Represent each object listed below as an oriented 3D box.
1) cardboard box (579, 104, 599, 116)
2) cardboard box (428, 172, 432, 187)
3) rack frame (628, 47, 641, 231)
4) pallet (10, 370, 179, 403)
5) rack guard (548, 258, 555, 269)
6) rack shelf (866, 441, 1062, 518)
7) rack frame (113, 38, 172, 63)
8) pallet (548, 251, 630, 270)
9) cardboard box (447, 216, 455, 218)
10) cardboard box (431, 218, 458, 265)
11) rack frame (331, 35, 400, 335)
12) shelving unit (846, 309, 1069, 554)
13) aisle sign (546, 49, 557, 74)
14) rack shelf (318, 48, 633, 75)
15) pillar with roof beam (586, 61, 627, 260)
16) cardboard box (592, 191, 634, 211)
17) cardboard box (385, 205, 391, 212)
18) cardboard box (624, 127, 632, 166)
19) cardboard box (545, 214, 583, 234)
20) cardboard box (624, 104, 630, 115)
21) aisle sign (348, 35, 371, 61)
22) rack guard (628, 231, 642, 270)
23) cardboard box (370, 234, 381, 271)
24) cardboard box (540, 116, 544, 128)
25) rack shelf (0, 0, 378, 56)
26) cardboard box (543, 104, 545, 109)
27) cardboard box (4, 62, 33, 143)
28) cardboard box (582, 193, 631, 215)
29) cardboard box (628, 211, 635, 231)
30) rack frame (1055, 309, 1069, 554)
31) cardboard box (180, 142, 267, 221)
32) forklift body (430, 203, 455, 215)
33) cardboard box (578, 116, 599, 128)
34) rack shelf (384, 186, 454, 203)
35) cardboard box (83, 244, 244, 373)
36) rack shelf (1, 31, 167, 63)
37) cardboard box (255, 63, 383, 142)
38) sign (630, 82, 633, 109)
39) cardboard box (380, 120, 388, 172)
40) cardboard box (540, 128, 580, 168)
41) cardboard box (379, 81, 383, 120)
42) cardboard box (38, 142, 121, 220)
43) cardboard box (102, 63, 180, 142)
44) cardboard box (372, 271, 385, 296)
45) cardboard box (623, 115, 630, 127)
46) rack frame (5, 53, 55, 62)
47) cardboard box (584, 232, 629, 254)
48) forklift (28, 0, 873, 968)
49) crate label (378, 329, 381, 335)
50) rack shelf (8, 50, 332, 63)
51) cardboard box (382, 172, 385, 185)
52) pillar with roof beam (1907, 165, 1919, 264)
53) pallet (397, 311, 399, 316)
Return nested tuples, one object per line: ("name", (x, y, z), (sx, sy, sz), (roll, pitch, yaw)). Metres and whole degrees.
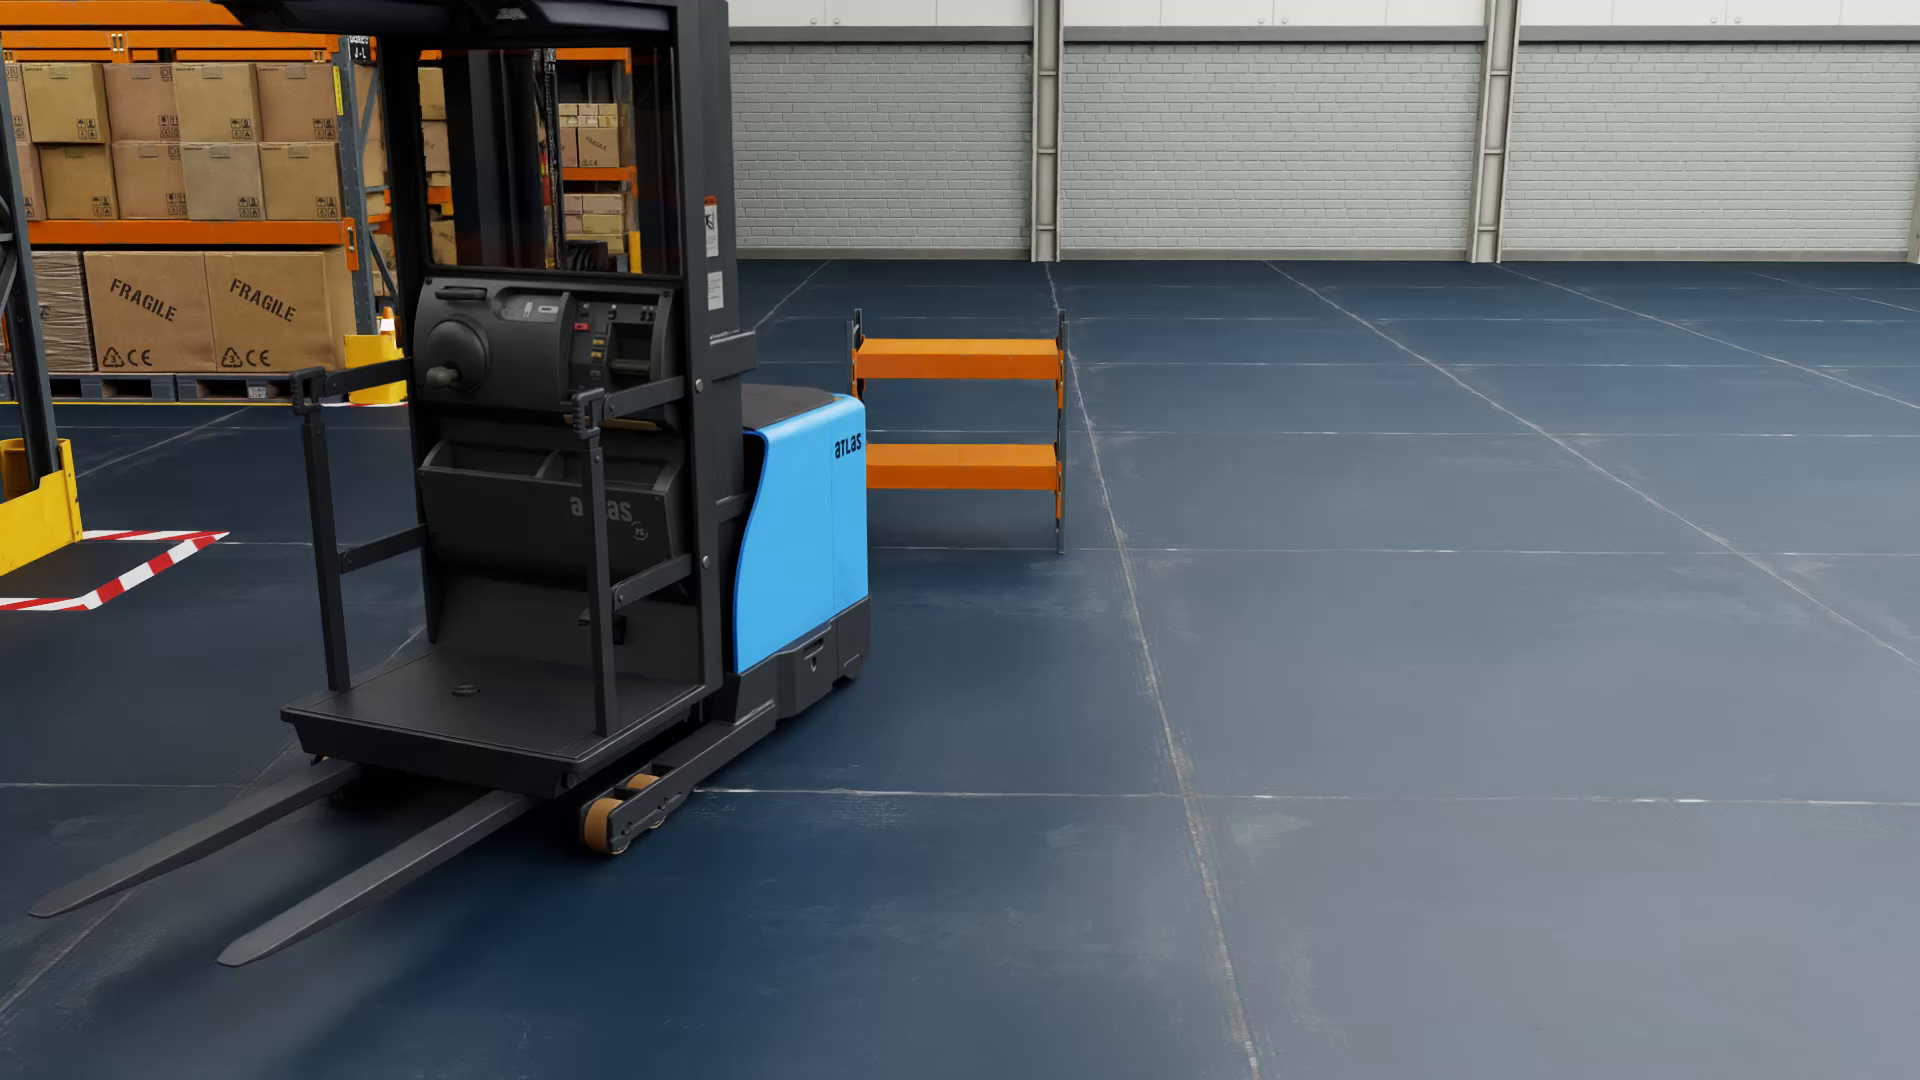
("cardboard box", (-4.757, -5.563, 21.497), (0.250, 0.149, 0.380), (0, 15, 2))
("cardboard box", (-5.419, -3.650, 16.789), (0.250, 0.149, 0.380), (1, 15, 2))
("rack frame", (-4.146, -5.115, 21.849), (0.127, 3.000, 1.000), (0, 15, 1))
("pallet", (-6.313, -1.232, 12.596), (1.213, 0.211, 1.003), (0, 15, 1))
("rack guard", (-4.345, -2.641, 17.372), (0.348, 0.500, 1.175), (0, 15, 1))
("rack shelf", (-0.007, -0.308, 8.259), (1.000, 0.278, 0.538), (0, 15, 1))
("rack frame", (-8.268, -3.876, 17.150), (0.127, 3.000, 1.000), (0, 15, 1))
("pallet", (-4.912, -3.761, 22.183), (1.213, 0.211, 1.003), (0, 15, 1))
("cardboard box", (-5.093, -3.161, 17.540), (0.500, 0.500, 0.500), (0, 15, 0))
("cardboard box", (-5.077, -3.024, 17.020), (0.500, 0.500, 0.500), (0, 15, 2))
("rack frame", (-4.295, -2.587, 12.264), (0.127, 3.000, 1.000), (0, 15, 1))
("shelving unit", (-0.007, -0.544, 8.197), (1.048, 1.125, 0.538), (0, 15, 1))
("aisle sign", (-4.200, -5.185, 17.017), (0.004, 0.787, 0.394), (0, 15, 1))
("rack shelf", (-6.146, -6.231, 21.607), (4.000, 0.370, 1.077), (0, 15, 1))
("pillar with roof beam", (-4.929, -7.153, 17.811), (0.400, 9.000, 9.100), (0, 15, 1))
("cardboard box", (-4.622, -4.524, 22.213), (0.500, 0.250, 0.500), (0, 15, 1))
("cardboard box", (-5.697, -3.326, 16.891), (0.250, 0.149, 0.380), (1, 15, 2))
("cardboard box", (-4.635, -5.238, 22.117), (0.500, 0.500, 0.500), (1, 15, 3))
("cardboard box", (-5.142, -4.160, 21.815), (0.500, 0.250, 0.500), (0, 15, 1))
("cardboard box", (-4.477, -5.678, 21.930), (0.250, 0.149, 0.380), (0, 15, 0))
("aisle sign", (-4.232, -3.767, 11.640), (0.004, 0.787, 0.394), (0, 15, 1))
("rack guard", (-4.122, -3.907, 22.167), (0.348, 0.500, 1.175), (0, 15, 1))
("cardboard box", (-6.103, -3.032, 17.049), (0.500, 0.500, 0.500), (0, 15, 0))
("cardboard box", (-5.262, -5.424, 21.551), (0.250, 0.149, 0.380), (0, 15, 1))
("rack shelf", (-6.294, -3.702, 12.022), (4.000, 0.370, 1.077), (0, 15, 1))
("cardboard box", (-5.266, -5.579, 21.555), (0.250, 0.149, 0.380), (0, 15, 2))
("cardboard box", (-6.836, -3.184, 12.116), (0.550, 0.550, 0.875), (0, 15, 1))
("cardboard box", (-4.615, -4.396, 21.728), (0.500, 0.250, 0.500), (1, 15, 3))
("cardboard box", (-4.611, -4.287, 22.295), (0.500, 0.250, 0.500), (1, 15, 2))
("rack frame", (0.501, -0.541, 8.184), (0.032, 1.125, 0.500), (0, 15, 1))
("cardboard box", (-5.217, -2.648, 12.202), (0.550, 0.550, 0.875), (0, 15, 1))
("forklift body", (-6.089, -4.252, 20.241), (1.214, 2.155, 2.313), (0, 15, 1))
("cardboard box", (-4.756, -5.402, 21.469), (0.250, 0.149, 0.380), (1, 15, 2))
("rack shelf", (-6.269, -3.515, 17.192), (4.000, 0.370, 1.077), (0, 15, 1))
("cardboard box", (-5.854, -1.755, 12.454), (0.875, 0.875, 0.875), (0, 15, 1))
("rack shelf", (-10.267, -4.991, 16.908), (4.000, 0.370, 1.077), (0, 15, 1))
("cardboard box", (-4.665, -3.193, 12.153), (0.550, 0.550, 0.875), (0, 15, 1))
("sign", (-4.174, -5.651, 21.147), (0.005, 0.325, 0.100), (0, 15, 1))
("cardboard box", (-5.820, -3.984, 16.780), (0.500, 0.500, 0.500), (0, 15, 1))
("cardboard box", (-5.163, -5.106, 21.616), (0.500, 0.500, 0.500), (1, 15, 3))
("cardboard box", (-5.804, -4.455, 16.607), (0.500, 0.500, 0.700), (0, 15, 1))
("cardboard box", (-6.305, -2.677, 12.311), (0.500, 0.550, 0.875), (0, 15, 1))
("cardboard box", (-5.773, -3.212, 12.223), (0.550, 0.550, 0.875), (0, 15, 1))
("cardboard box", (-6.125, -2.667, 17.136), (0.500, 0.250, 0.500), (0, 15, -1))
("cardboard box", (-4.479, -5.546, 22.012), (0.250, 0.149, 0.380), (0, 15, 0))
("rack frame", (-12.144, -5.168, 22.046), (0.127, 3.000, 1.000), (0, 15, 1))
("cardboard box", (-4.624, -3.911, 21.852), (0.500, 0.250, 0.500), (0, 15, 2))
("forklift", (-1.373, -0.620, 4.944), (1.130, 2.935, 3.031), (6, 16, 22))
("crate label", (-5.208, -1.843, 15.058), (0.298, 0.136, 0.250), (-8, 17, -28))
("rack shelf", (-10.144, -6.257, 21.706), (4.000, 0.370, 1.077), (0, 15, 1))
("cardboard box", (-5.929, -3.666, 16.849), (0.250, 0.149, 0.380), (0, 15, 1))
("pillar with roof beam", (13.065, -7.035, 17.366), (0.400, 9.000, 9.100), (0, 15, 1))
("pallet", (-5.157, -2.516, 17.463), (1.213, 0.211, 1.003), (0, 15, 1))
